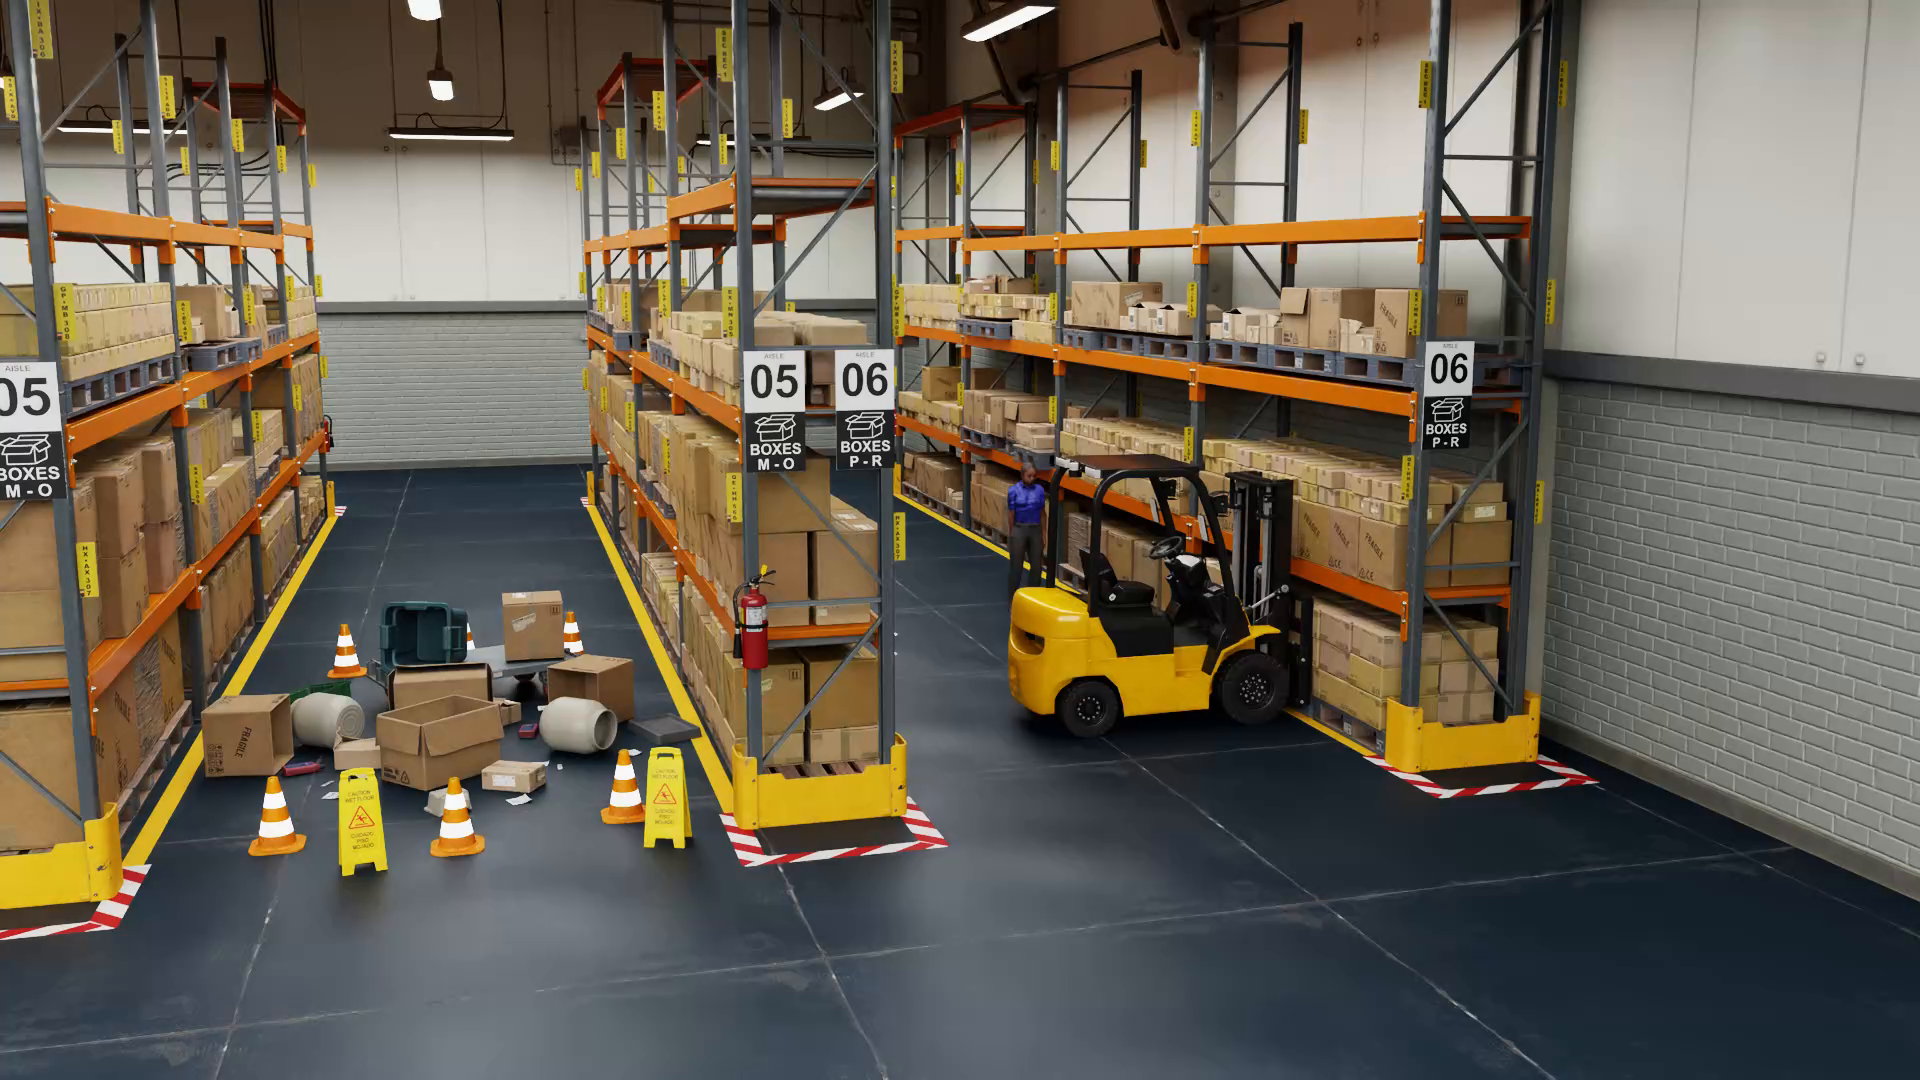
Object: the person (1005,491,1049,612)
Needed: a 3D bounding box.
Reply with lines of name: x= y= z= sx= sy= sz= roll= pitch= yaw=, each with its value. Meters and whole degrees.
person: x=0.767 y=0.116 z=18.129 sx=0.496 sy=1.363 sz=0.636 roll=-3 pitch=10 yaw=-18
